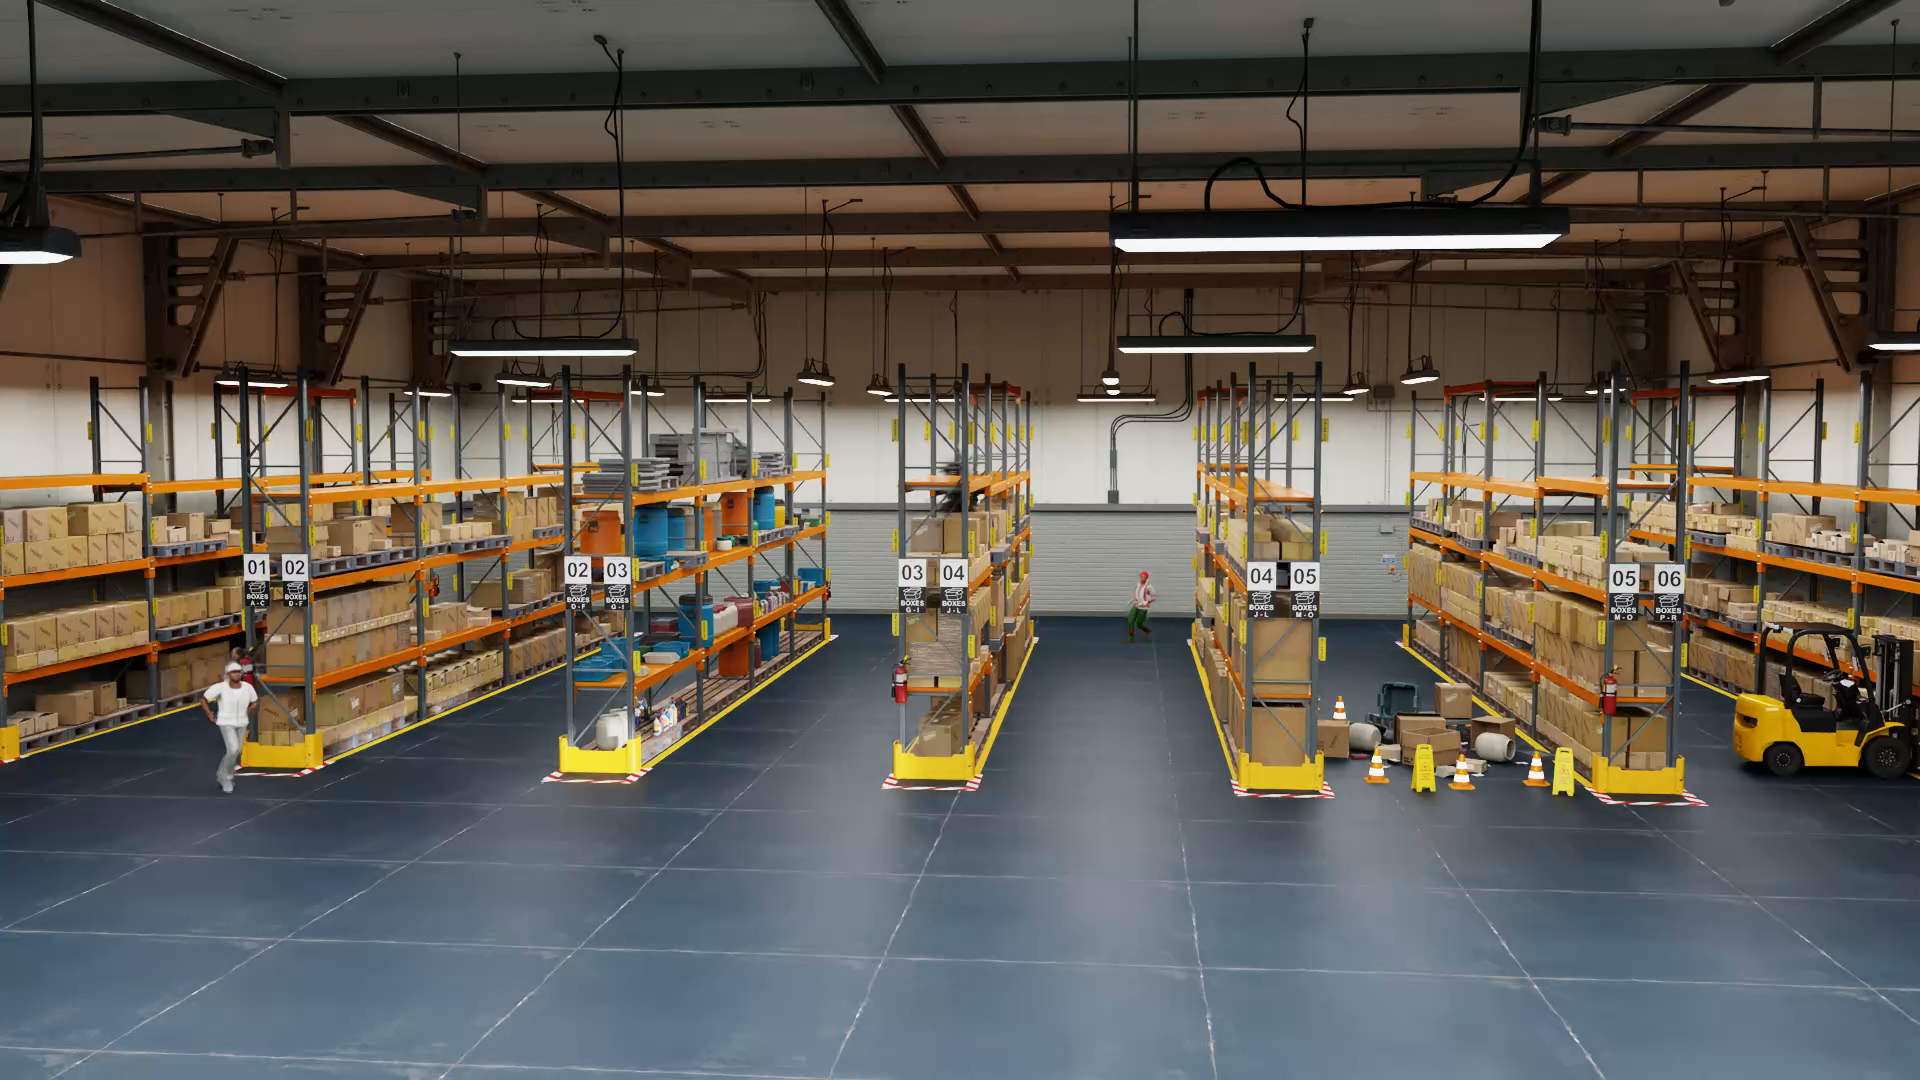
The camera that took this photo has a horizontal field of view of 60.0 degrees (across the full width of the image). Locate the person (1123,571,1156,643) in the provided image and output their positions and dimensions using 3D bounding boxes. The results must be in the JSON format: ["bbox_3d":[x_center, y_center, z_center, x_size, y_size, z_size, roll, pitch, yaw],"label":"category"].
[{"bbox_3d":[4.344,1.600,39.561,0.710,1.722,0.818,4,5,44],"label":"person"}]

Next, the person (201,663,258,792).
[{"bbox_3d":[-10.234,2.635,23.433,0.641,1.818,0.731,3,5,40],"label":"person"}]

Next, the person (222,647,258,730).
[{"bbox_3d":[-11.631,2.501,26.747,0.526,1.556,0.536,0,4,3],"label":"person"}]
